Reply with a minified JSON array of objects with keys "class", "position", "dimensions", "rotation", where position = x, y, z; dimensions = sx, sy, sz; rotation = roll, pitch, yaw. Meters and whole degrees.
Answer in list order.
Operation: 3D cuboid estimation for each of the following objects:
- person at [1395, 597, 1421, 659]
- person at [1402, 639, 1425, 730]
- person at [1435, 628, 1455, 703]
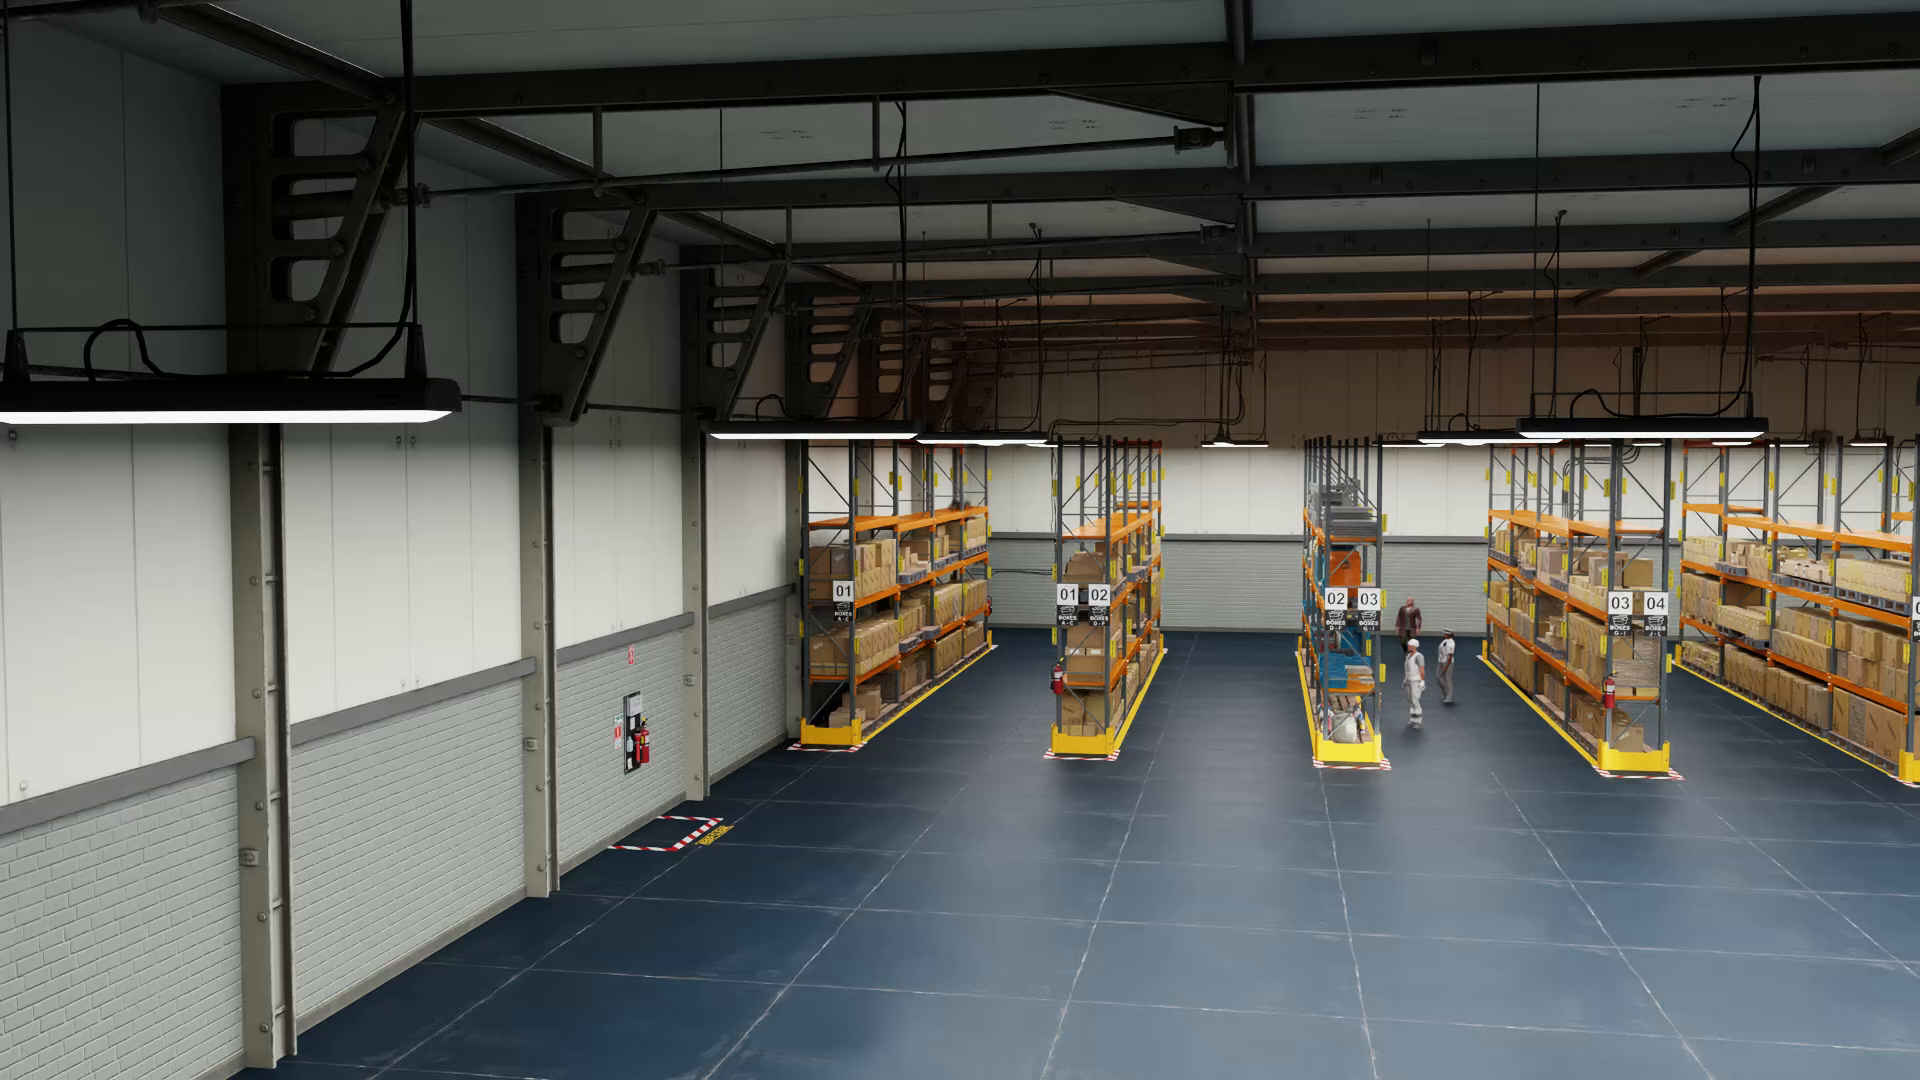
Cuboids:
[{"class":"person","position":[12.138,2.408,45.033],"dimensions":[0.653,1.759,0.690],"rotation":[0,3,6]},{"class":"person","position":[9.387,2.974,34.392],"dimensions":[0.364,1.828,0.684],"rotation":[-1,3,-16]},{"class":"person","position":[11.077,2.848,37.881],"dimensions":[0.393,1.703,0.545],"rotation":[-1,3,-14]}]
